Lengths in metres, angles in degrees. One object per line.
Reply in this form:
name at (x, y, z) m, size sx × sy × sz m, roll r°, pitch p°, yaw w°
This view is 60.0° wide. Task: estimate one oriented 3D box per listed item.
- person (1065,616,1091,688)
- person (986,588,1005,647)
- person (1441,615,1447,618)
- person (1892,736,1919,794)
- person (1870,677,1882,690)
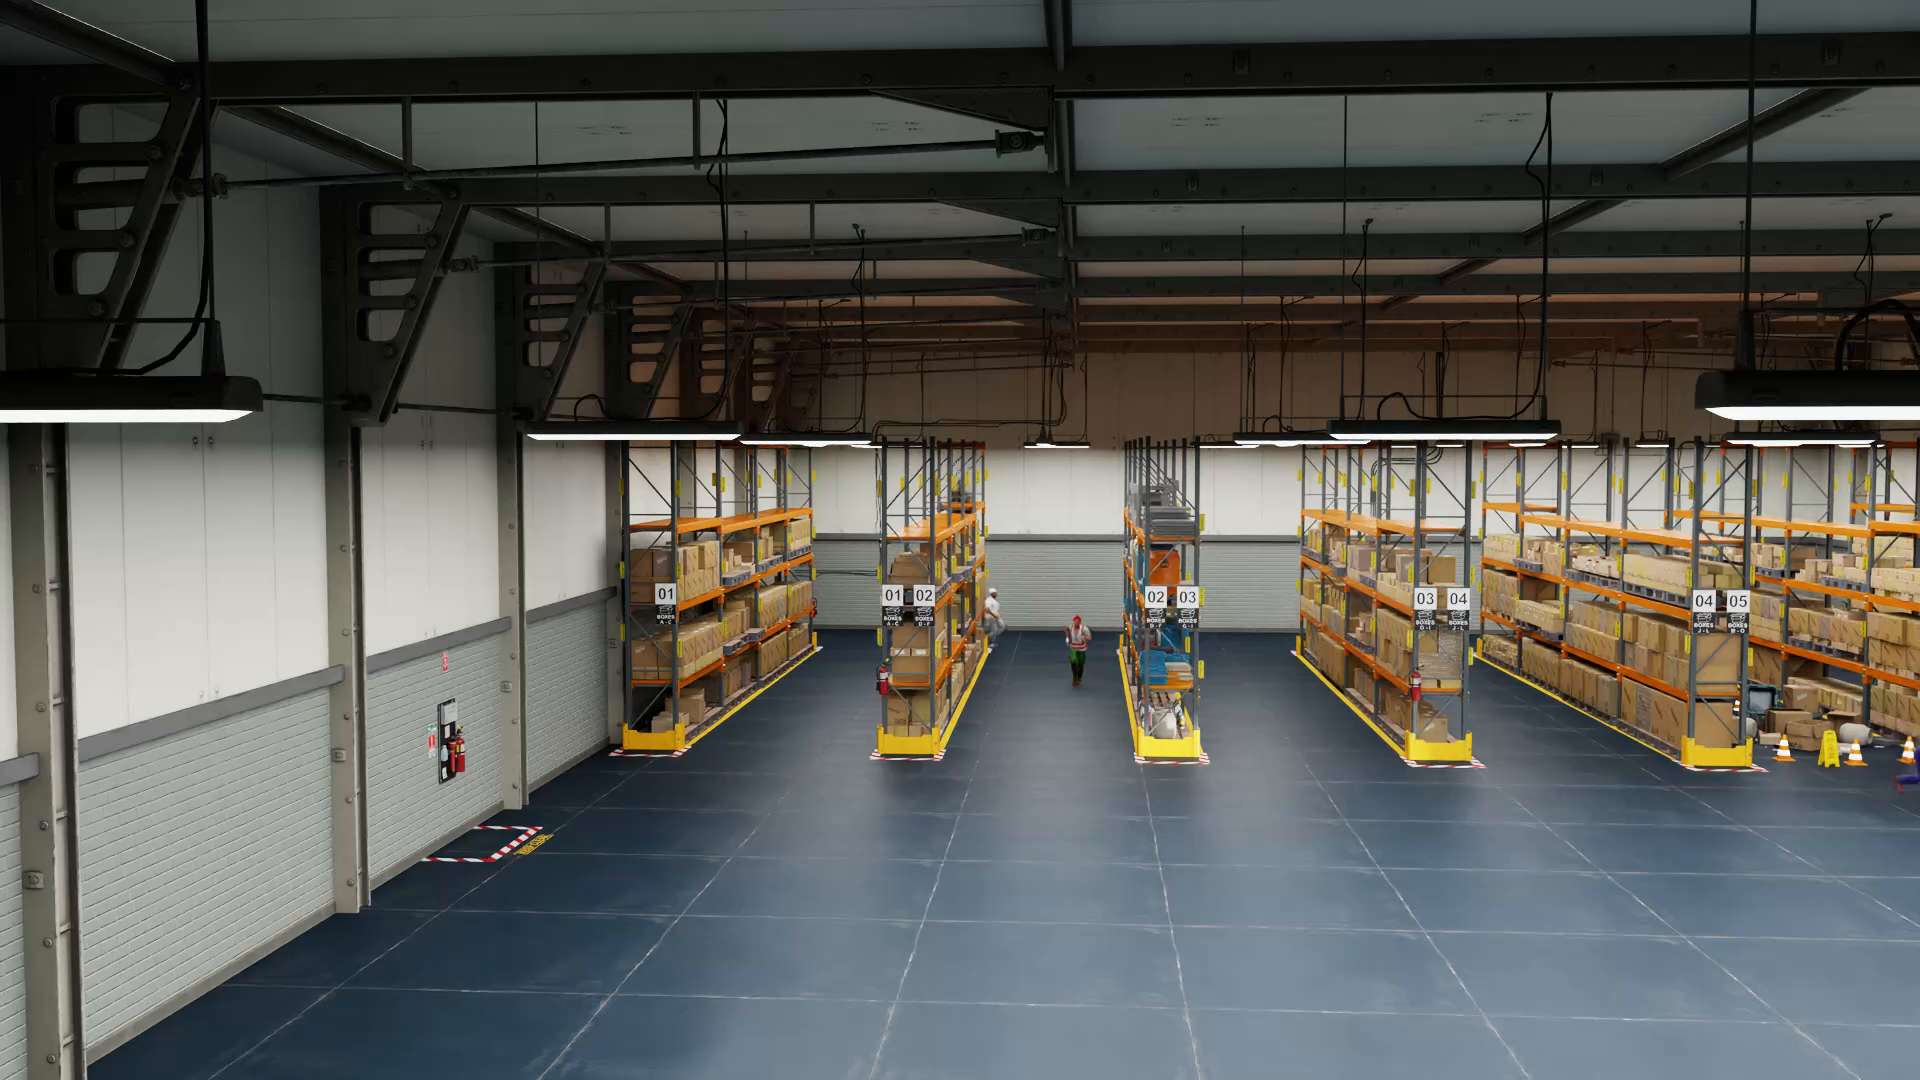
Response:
person at (2.863, 2.688, 40.364) m, size 0.645 × 1.747 × 0.890 m, roll 0°, pitch 3°, yaw 6°
person at (1.012, 2.256, 48.552) m, size 0.582 × 1.724 × 0.725 m, roll 1°, pitch 3°, yaw 18°
person at (13.277, 2.465, 45.639) m, size 0.585 × 1.667 × 0.604 m, roll 0°, pitch 3°, yaw -1°
person at (15.591, 3.521, 26.909) m, size 0.610 × 1.609 × 0.876 m, roll -2°, pitch 4°, yaw -39°
person at (21.056, 2.867, 38.255) m, size 0.627 × 1.700 × 0.727 m, roll 0°, pitch 3°, yaw -4°
